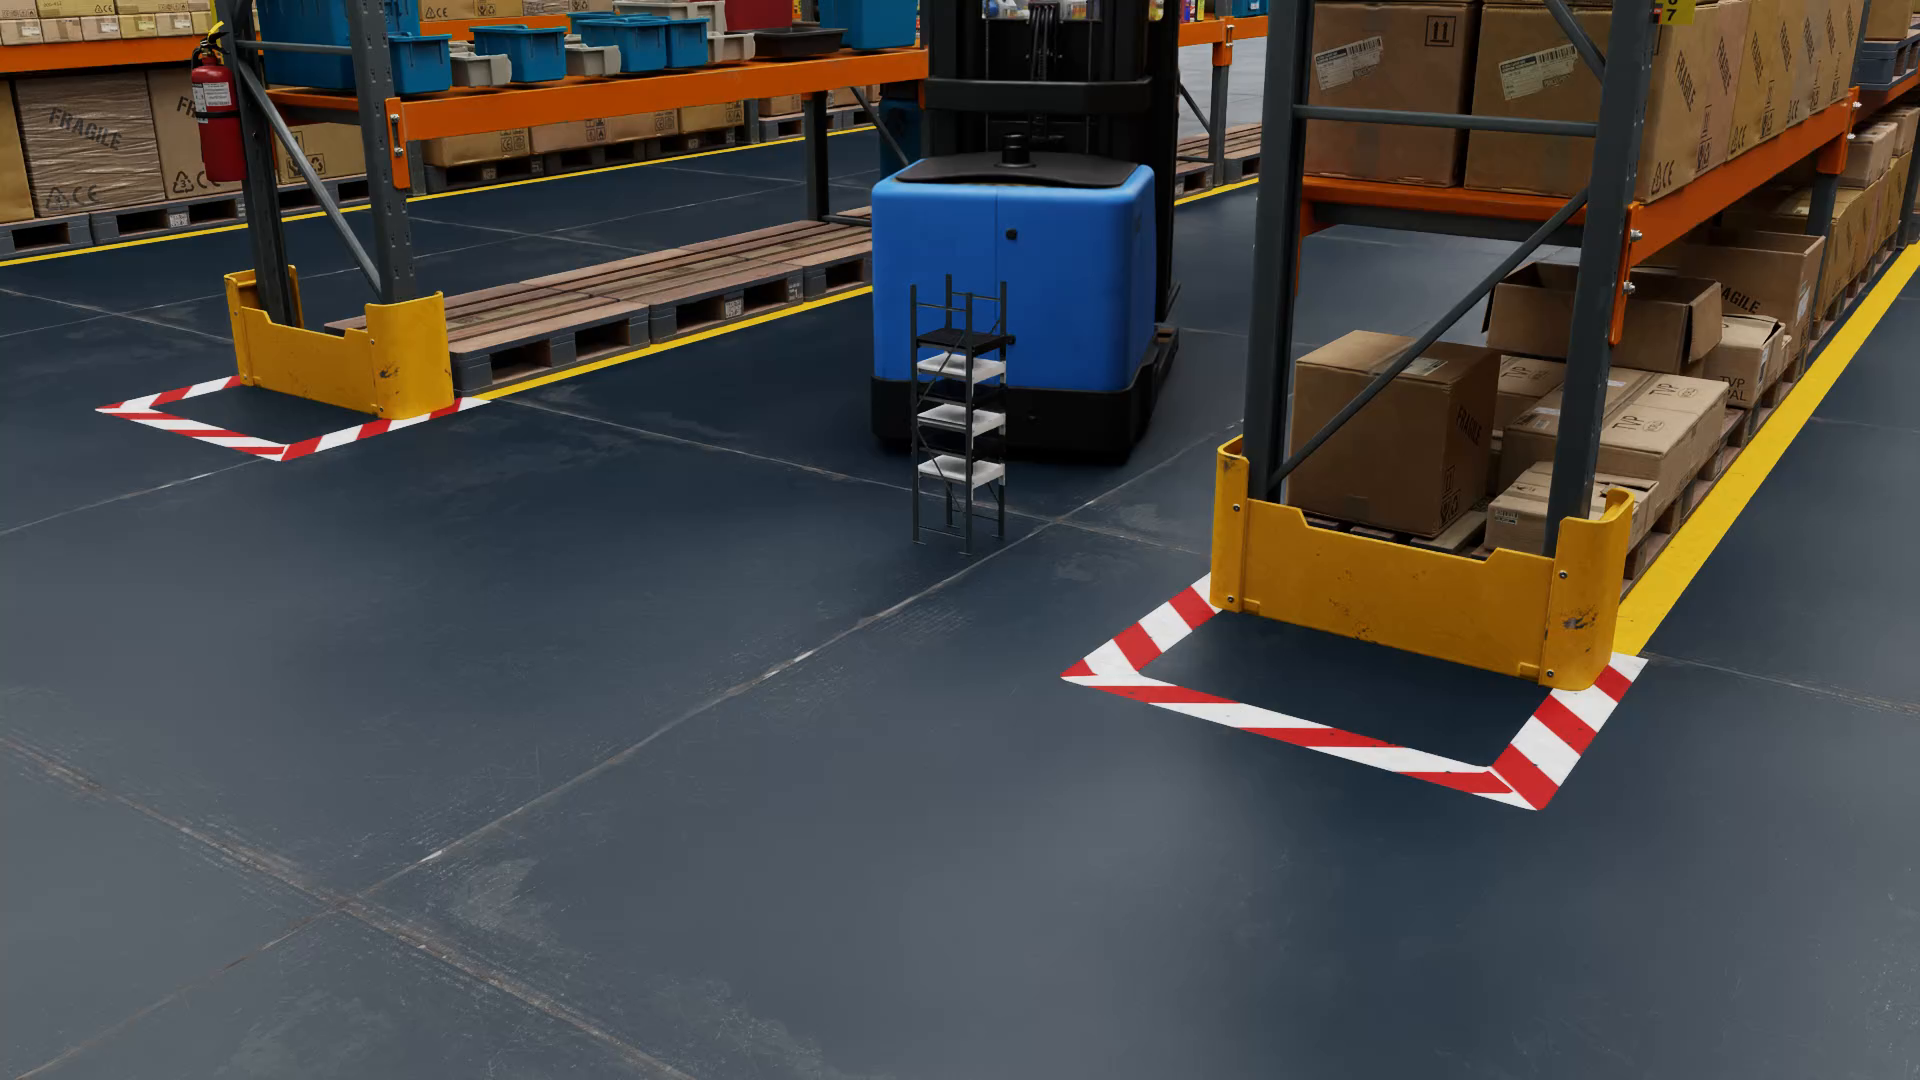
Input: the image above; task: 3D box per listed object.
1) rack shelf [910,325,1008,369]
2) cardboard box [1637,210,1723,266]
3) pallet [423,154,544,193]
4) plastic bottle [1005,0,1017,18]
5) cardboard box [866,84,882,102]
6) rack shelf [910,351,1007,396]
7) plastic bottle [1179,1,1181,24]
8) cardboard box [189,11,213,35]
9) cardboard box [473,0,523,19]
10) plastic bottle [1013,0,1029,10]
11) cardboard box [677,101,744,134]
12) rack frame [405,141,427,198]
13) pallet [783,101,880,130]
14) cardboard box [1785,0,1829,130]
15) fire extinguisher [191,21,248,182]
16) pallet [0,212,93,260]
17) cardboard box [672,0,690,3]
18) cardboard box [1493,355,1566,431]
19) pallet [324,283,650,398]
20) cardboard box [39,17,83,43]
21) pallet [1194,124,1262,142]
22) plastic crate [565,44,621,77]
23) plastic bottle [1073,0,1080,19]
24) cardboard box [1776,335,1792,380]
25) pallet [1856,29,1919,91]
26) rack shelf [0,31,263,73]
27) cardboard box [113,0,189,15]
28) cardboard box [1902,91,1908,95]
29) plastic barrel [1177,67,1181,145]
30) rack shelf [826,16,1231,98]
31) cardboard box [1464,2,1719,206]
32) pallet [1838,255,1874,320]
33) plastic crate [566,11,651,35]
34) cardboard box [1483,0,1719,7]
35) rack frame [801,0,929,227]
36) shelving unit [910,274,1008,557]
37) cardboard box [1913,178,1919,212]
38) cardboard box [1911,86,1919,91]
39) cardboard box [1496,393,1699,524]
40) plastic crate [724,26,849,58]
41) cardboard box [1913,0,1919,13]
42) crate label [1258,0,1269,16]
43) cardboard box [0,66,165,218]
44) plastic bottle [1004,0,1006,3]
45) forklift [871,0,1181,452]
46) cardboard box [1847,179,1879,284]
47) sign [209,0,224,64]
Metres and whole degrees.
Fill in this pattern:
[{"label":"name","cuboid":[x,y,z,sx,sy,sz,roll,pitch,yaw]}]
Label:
[{"label":"rack shelf","cuboid":[-0.005,-0.642,5.520,0.258,0.077,0.200,13,24,32]},{"label":"cardboard box","cuboid":[3.586,-1.497,8.459,0.500,0.500,0.500,13,24,32]},{"label":"pallet","cuboid":[-4.274,-3.127,13.915,1.003,0.211,1.213,13,24,32]},{"label":"plastic bottle","cuboid":[0.320,-3.364,10.722,0.097,0.271,0.097,0,20,0]},{"label":"cardboard box","cuboid":[-1.109,-5.063,18.097,0.700,0.500,0.500,11,23,27]},{"label":"rack shelf","cuboid":[-0.005,-0.557,5.552,0.258,0.077,0.200,13,24,32]},{"label":"plastic bottle","cuboid":[1.615,-3.993,12.521,0.097,0.201,0.097,0,20,0]},{"label":"cardboard box","cuboid":[-5.268,-3.561,11.430,0.380,0.149,0.250,13,24,31]},{"label":"cardboard box","cuboid":[-3.898,-4.474,13.391,0.500,0.500,0.500,13,24,32]},{"label":"plastic bottle","cuboid":[0.421,-3.529,11.160,0.152,0.276,0.135,13,24,32]},{"label":"cardboard box","cuboid":[-2.802,-4.353,15.667,1.225,0.875,0.875,12,23,29]},{"label":"rack frame","cuboid":[-4.645,-4.199,12.793,1.000,3.000,0.127,13,24,32]},{"label":"pallet","cuboid":[-1.270,-4.611,17.927,1.003,0.211,1.213,13,24,32]},{"label":"cardboard box","cuboid":[2.901,-1.823,6.227,0.500,0.500,0.500,14,24,33]},{"label":"fire extinguisher","cuboid":[-3.258,-1.920,7.280,0.296,0.674,0.183,13,24,32]},{"label":"pallet","cuboid":[-6.509,-1.988,10.836,1.003,0.211,1.213,13,24,32]},{"label":"cardboard box","cuboid":[-2.754,-5.062,14.981,0.500,0.500,0.500,13,24,31]},{"label":"cardboard box","cuboid":[1.958,-0.506,6.138,0.500,0.250,0.500,13,24,32]},{"label":"pallet","cuboid":[-2.302,-1.007,8.182,1.003,0.211,1.213,13,24,32]},{"label":"cardboard box","cuboid":[-5.845,-3.266,10.633,0.380,0.149,0.250,13,24,31]},{"label":"pallet","cuboid":[2.854,-3.636,15.291,1.003,0.211,1.213,13,24,32]},{"label":"plastic crate","cuboid":[-1.756,-2.267,7.864,0.250,0.136,0.298,13,24,32]},{"label":"plastic bottle","cuboid":[0.765,-3.591,11.336,0.097,0.271,0.097,0,20,0]},{"label":"cardboard box","cuboid":[3.299,-0.797,7.072,0.380,0.149,0.250,13,24,32]},{"label":"pallet","cuboid":[4.085,-2.384,8.163,1.003,0.211,1.213,13,24,32]},{"label":"rack shelf","cuboid":[-5.769,-3.288,11.367,1.077,0.370,4.000,13,24,32]},{"label":"cardboard box","cuboid":[-5.539,-3.650,11.097,0.500,0.250,0.500,13,24,31]},{"label":"cardboard box","cuboid":[7.604,-3.662,13.890,0.500,0.311,0.500,13,24,32]},{"label":"plastic barrel","cuboid":[1.439,-3.416,13.200,0.600,0.830,0.708,13,24,32]},{"label":"rack shelf","cuboid":[0.575,-3.470,11.858,1.077,0.370,4.000,13,24,32]},{"label":"cardboard box","cuboid":[1.765,-1.241,4.652,0.500,0.500,0.500,14,24,33]},{"label":"pallet","cuboid":[4.657,-1.550,9.652,1.003,0.211,1.213,13,24,32]},{"label":"plastic crate","cuboid":[-1.855,-2.674,8.826,0.416,0.233,0.300,13,24,32]},{"label":"cardboard box","cuboid":[1.765,-1.710,4.479,0.500,0.500,0.500,14,25,33]},{"label":"rack frame","cuboid":[-0.549,-3.233,10.182,1.000,3.000,0.127,13,24,32]},{"label":"shelving unit","cuboid":[-0.005,-0.420,5.603,0.258,0.900,0.210,13,24,32]},{"label":"cardboard box","cuboid":[6.332,-2.414,11.326,0.500,0.250,0.500,13,24,32]},{"label":"cardboard box","cuboid":[8.052,-3.560,13.614,0.500,0.311,0.500,13,24,32]},{"label":"cardboard box","cuboid":[2.118,-0.279,5.525,0.500,0.250,0.500,13,24,32]},{"label":"plastic crate","cuboid":[-0.956,-2.759,9.209,0.437,0.125,0.590,13,24,32]},{"label":"cardboard box","cuboid":[5.533,-3.455,10.032,0.700,0.500,0.500,5,21,14]},{"label":"crate label","cuboid":[2.482,-4.630,13.906,0.502,0.435,0.616,13,24,32]},{"label":"cardboard box","cuboid":[-6.089,-2.712,11.231,0.875,0.875,0.875,13,24,32]},{"label":"plastic bottle","cuboid":[0.316,-3.854,11.930,0.144,0.351,0.185,13,24,32]},{"label":"forklift","cuboid":[0.456,-2.196,7.476,1.130,2.935,3.031,4,21,11]},{"label":"cardboard box","cuboid":[4.597,-1.688,8.975,0.500,0.500,0.500,14,24,32]},{"label":"sign","cuboid":[-3.262,-2.265,7.328,0.100,0.325,0.005,13,24,32]}]
